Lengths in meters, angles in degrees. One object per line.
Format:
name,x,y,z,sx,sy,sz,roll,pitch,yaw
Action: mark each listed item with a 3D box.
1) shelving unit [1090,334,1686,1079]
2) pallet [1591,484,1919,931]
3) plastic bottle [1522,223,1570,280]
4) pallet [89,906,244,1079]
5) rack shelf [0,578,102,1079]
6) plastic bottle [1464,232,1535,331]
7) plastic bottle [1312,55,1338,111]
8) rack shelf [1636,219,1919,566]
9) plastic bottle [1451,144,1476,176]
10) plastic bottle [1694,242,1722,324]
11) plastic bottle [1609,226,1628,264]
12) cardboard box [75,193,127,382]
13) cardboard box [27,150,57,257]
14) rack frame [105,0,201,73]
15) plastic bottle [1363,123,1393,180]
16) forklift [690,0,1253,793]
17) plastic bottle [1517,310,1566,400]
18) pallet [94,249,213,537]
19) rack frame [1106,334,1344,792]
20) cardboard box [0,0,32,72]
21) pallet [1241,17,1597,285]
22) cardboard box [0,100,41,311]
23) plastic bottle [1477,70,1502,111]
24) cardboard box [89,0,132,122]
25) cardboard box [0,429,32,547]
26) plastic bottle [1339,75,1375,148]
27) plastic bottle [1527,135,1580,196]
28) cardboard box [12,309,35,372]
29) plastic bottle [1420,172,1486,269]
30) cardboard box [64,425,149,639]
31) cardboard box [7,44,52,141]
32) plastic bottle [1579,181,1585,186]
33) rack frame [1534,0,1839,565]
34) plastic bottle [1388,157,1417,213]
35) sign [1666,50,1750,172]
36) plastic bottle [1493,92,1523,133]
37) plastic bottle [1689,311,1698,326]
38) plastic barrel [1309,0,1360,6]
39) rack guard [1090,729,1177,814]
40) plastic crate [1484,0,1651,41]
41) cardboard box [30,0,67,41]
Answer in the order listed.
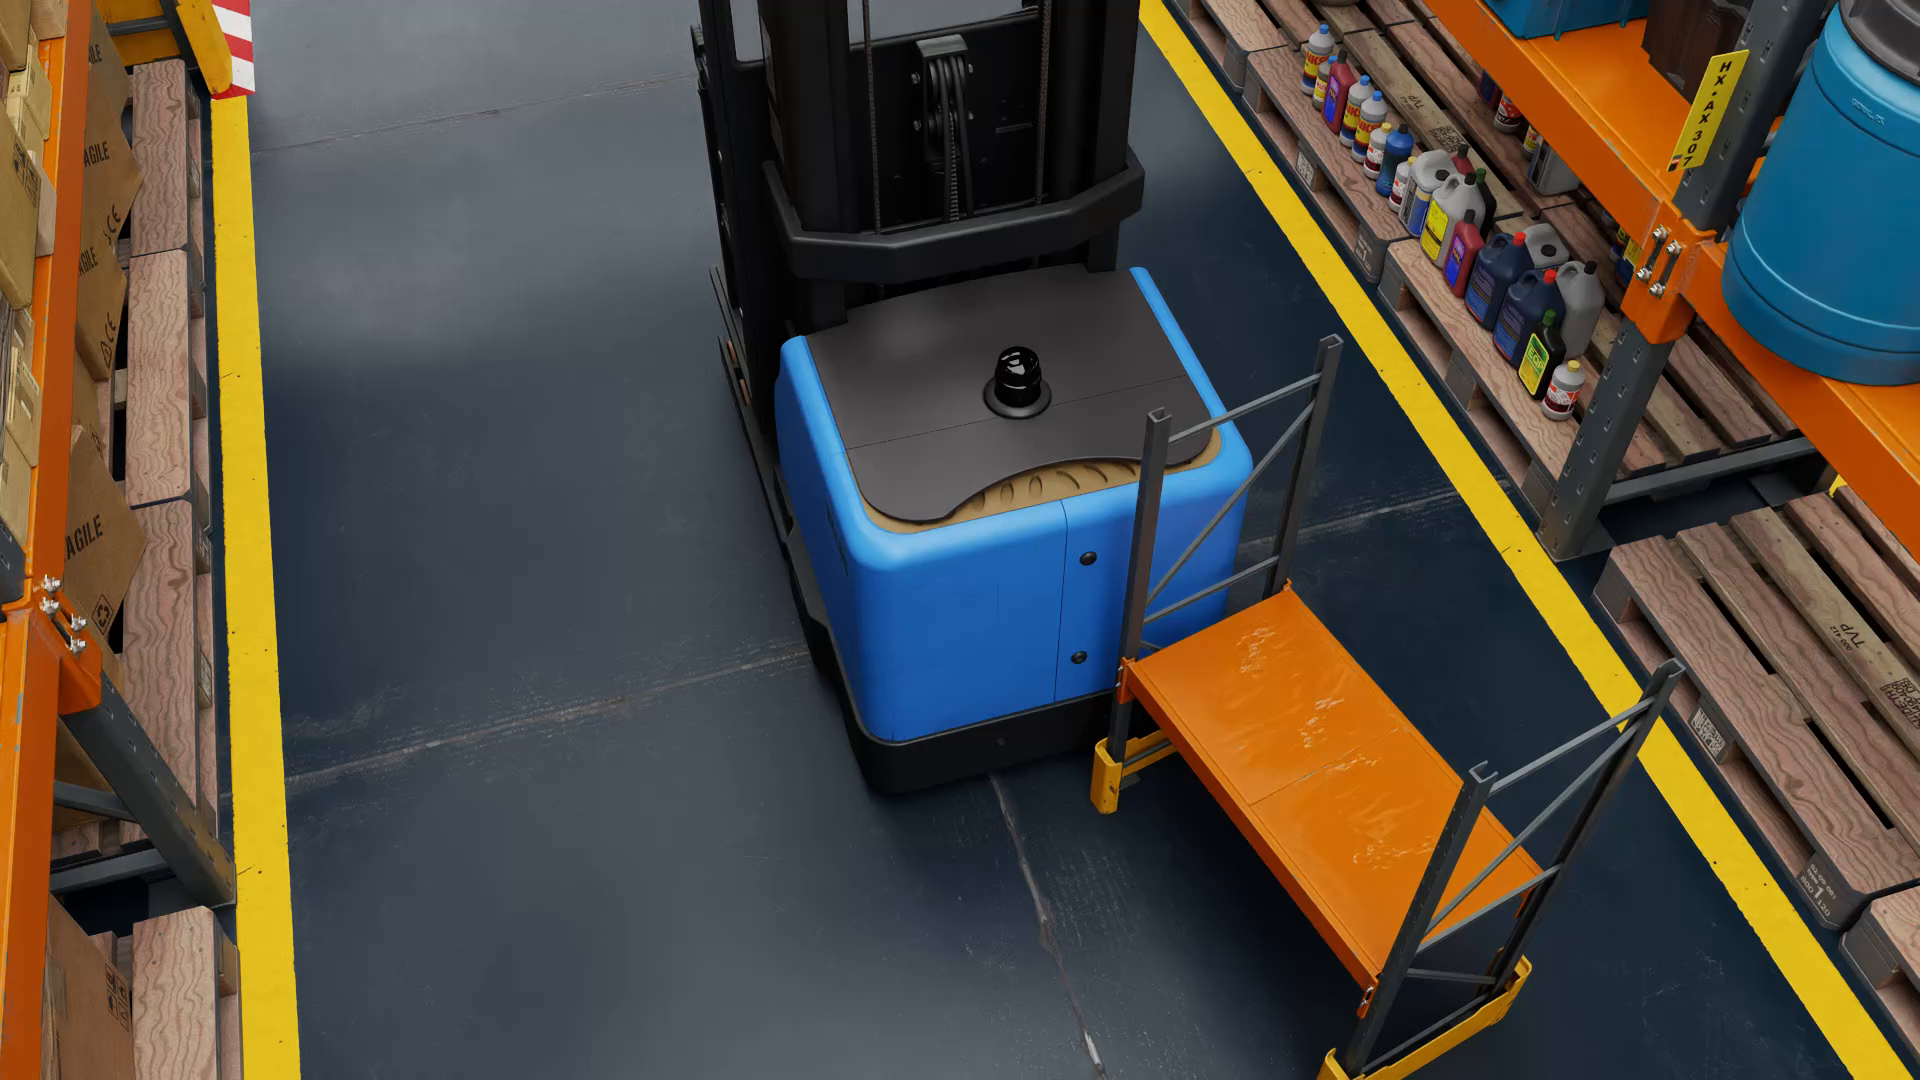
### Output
shelving unit,0.877,0.475,3.868,0.587,1.500,1.083,-24,54,-19
pallet,2.580,0.417,4.760,1.003,0.211,1.213,-13,51,-11
plastic bottle,1.922,-0.908,5.547,0.152,0.276,0.135,-13,51,-11
pallet,-2.189,1.540,3.813,1.003,0.211,1.213,-13,51,-11
rack shelf,-1.829,1.766,2.270,1.077,0.370,4.000,-13,51,-11
plastic bottle,1.788,-0.880,5.475,0.144,0.351,0.185,-16,52,-13
plastic bottle,1.397,-1.738,6.295,0.097,0.201,0.097,0,50,0
rack shelf,2.902,0.646,3.214,1.077,0.370,4.000,-13,51,-11
plastic bottle,1.750,-1.238,5.821,0.061,0.283,0.133,-13,51,-11
plastic bottle,2.513,-0.872,5.517,0.152,0.276,0.135,-12,51,-10
plastic bottle,2.310,-1.071,5.688,0.097,0.271,0.097,0,50,0
cardboard box,-3.059,-0.828,5.346,0.500,0.500,0.500,-9,50,-8
cardboard box,-2.477,-0.805,4.131,0.380,0.149,0.250,-13,51,-11
rack frame,-3.604,-2.848,5.689,1.000,3.000,0.127,-13,51,-11
plastic bottle,1.526,-1.417,6.026,0.097,0.201,0.097,0,50,0
forklift,-0.183,-1.406,4.518,1.130,2.935,3.031,-13,51,-11
plastic bottle,1.853,-0.590,5.274,0.061,0.283,0.133,-11,51,-9
pallet,-3.018,-0.403,5.452,1.003,0.211,1.213,-13,51,-11
rack frame,0.620,0.132,4.158,0.500,1.500,0.032,-24,54,-19
cardboard box,-2.962,-1.487,4.282,0.875,0.500,0.500,-13,51,-11
pallet,1.787,-1.540,6.410,1.003,0.211,1.213,-13,51,-11
cardboard box,-2.609,-0.771,3.678,0.875,0.500,0.500,-13,51,-11
plastic bottle,2.036,-1.777,6.275,0.061,0.283,0.133,-13,51,-11
cardboard box,-3.435,-1.718,6.097,0.500,0.500,0.500,-5,50,-4
cardboard box,-2.197,-0.071,3.512,0.380,0.149,0.250,-13,51,-11
plastic bottle,1.467,-1.585,6.121,0.097,0.271,0.097,0,50,0
plastic bottle,2.153,-1.390,5.954,0.152,0.276,0.135,-13,51,-11
cardboard box,-2.359,-0.433,3.817,0.380,0.149,0.250,-13,51,-11
plastic bottle,1.692,-1.116,5.674,0.144,0.351,0.185,-14,51,-11
cardboard box,-2.678,0.026,4.627,0.500,0.500,0.500,1,50,1
cardboard box,-2.654,-1.163,4.433,0.380,0.149,0.250,-13,51,-11
plastic bottle,2.287,-1.466,5.969,0.144,0.351,0.185,-14,51,-11
rack frame,2.310,-1.046,4.170,1.000,3.000,0.127,-13,51,-11
plastic bottle,1.587,-1.267,5.899,0.097,0.201,0.097,0,50,0
sign,1.782,-1.019,3.966,0.100,0.325,0.005,-13,51,-11
plastic bottle,2.065,-1.632,6.207,0.097,0.201,0.097,0,50,0
plastic bottle,2.412,-0.850,5.494,0.061,0.283,0.133,-13,51,-11
plastic barrel,1.543,-2.472,6.725,0.421,0.512,0.421,0,50,0
rack guard,0.630,0.548,4.625,0.587,0.250,0.087,-24,54,-19
plastic crate,1.724,-1.745,4.857,0.499,0.251,0.616,-13,51,-11
cardboard box,-2.778,-1.534,4.745,0.380,0.149,0.250,-13,51,-11
